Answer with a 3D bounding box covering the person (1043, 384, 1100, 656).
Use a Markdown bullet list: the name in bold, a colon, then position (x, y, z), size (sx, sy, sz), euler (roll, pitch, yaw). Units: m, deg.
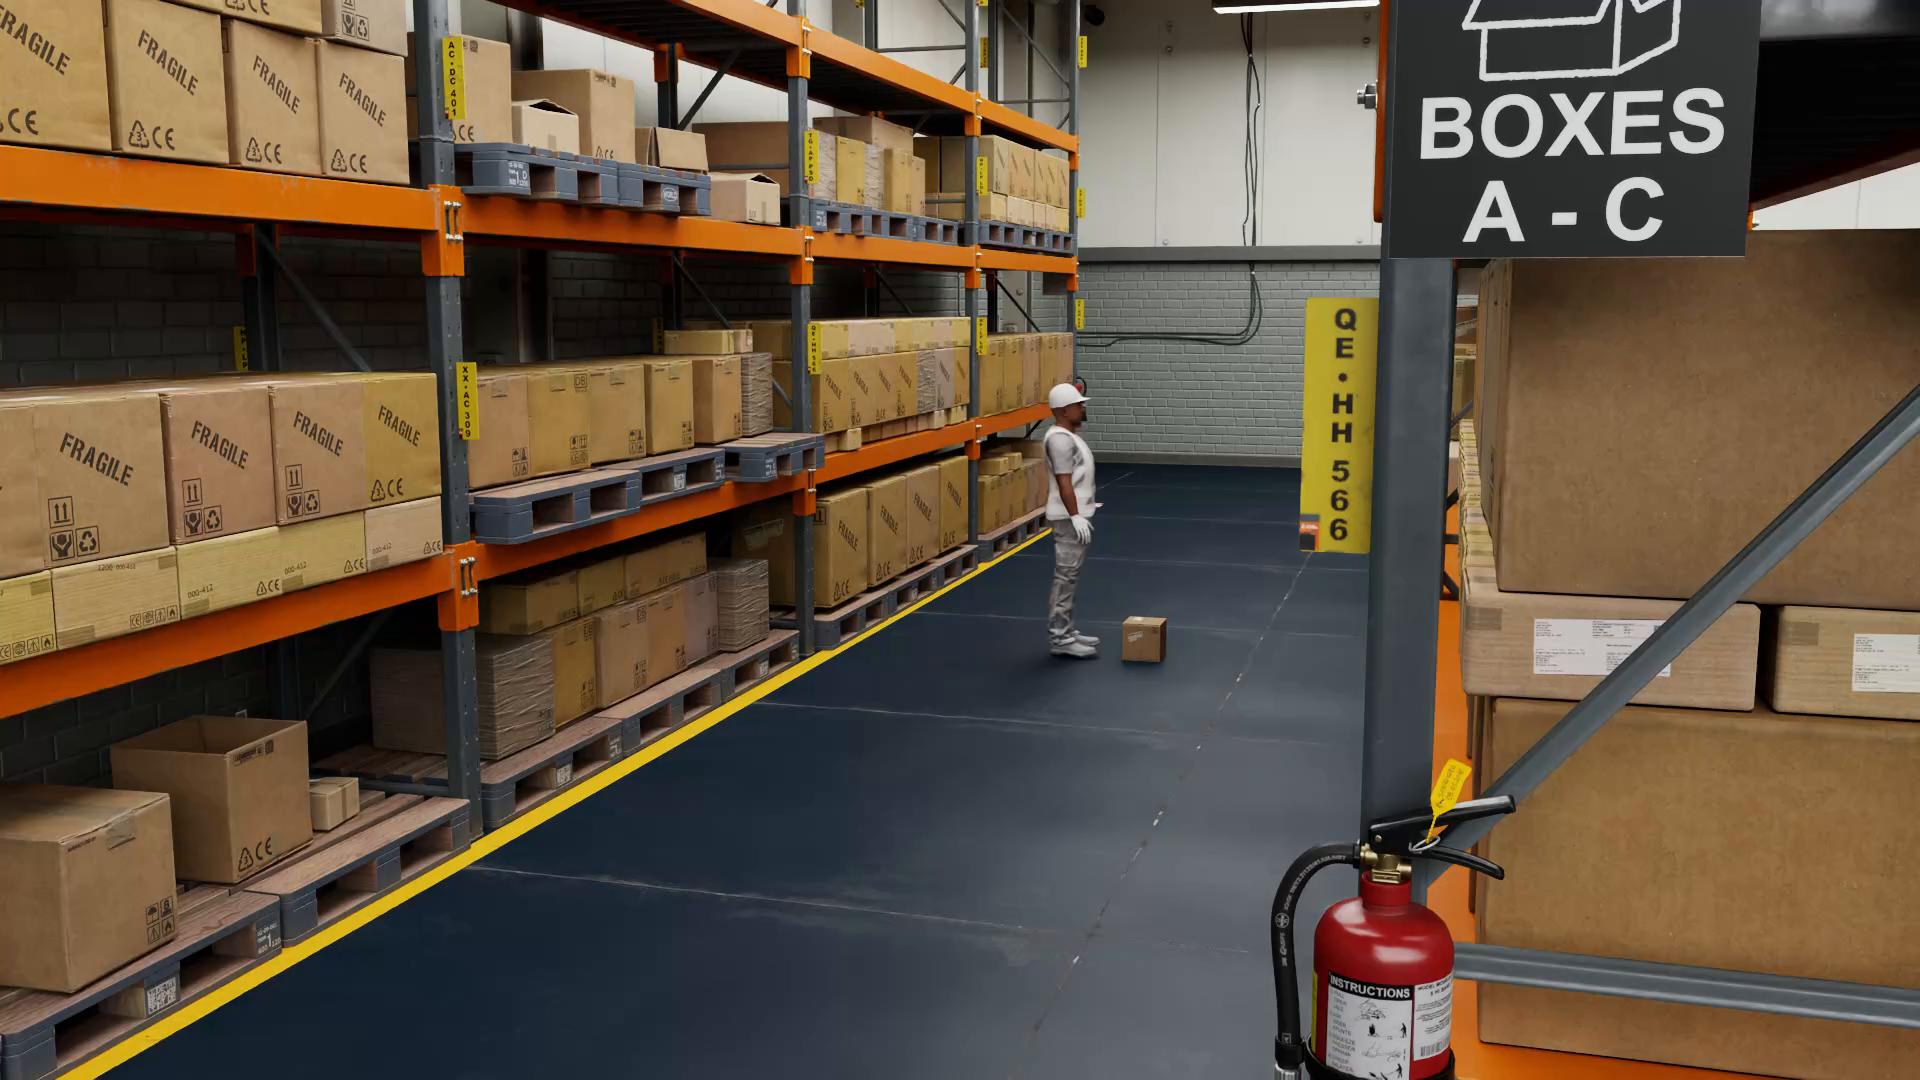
- **person**: position (0.748, -0.145, 11.085), size (0.381, 1.787, 0.558), euler (1, 8, 7)
